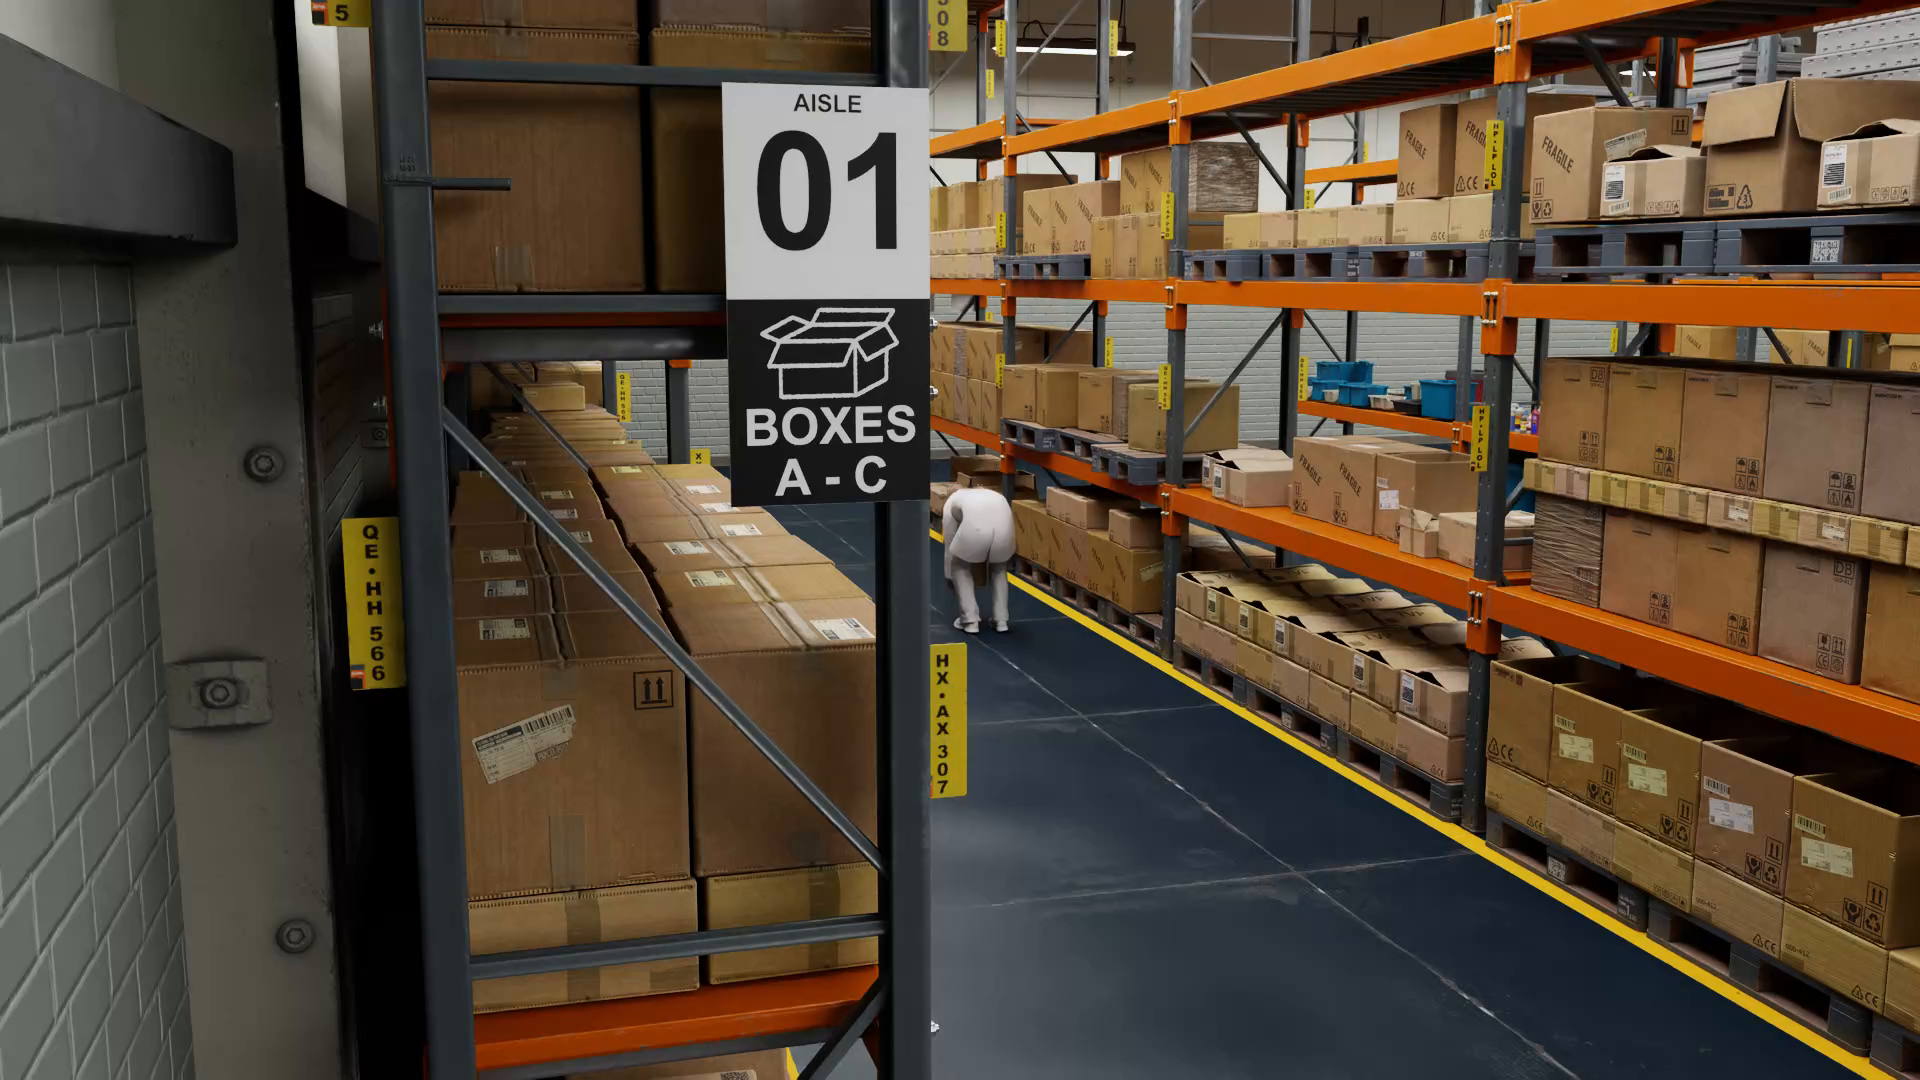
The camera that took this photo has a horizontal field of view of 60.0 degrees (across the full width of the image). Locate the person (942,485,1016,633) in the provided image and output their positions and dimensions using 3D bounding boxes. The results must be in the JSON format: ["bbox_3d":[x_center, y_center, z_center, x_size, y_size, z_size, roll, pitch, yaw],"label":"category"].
[{"bbox_3d":[0.121,0.133,13.608,0.568,1.140,0.948,-3,10,-18],"label":"person"}]
